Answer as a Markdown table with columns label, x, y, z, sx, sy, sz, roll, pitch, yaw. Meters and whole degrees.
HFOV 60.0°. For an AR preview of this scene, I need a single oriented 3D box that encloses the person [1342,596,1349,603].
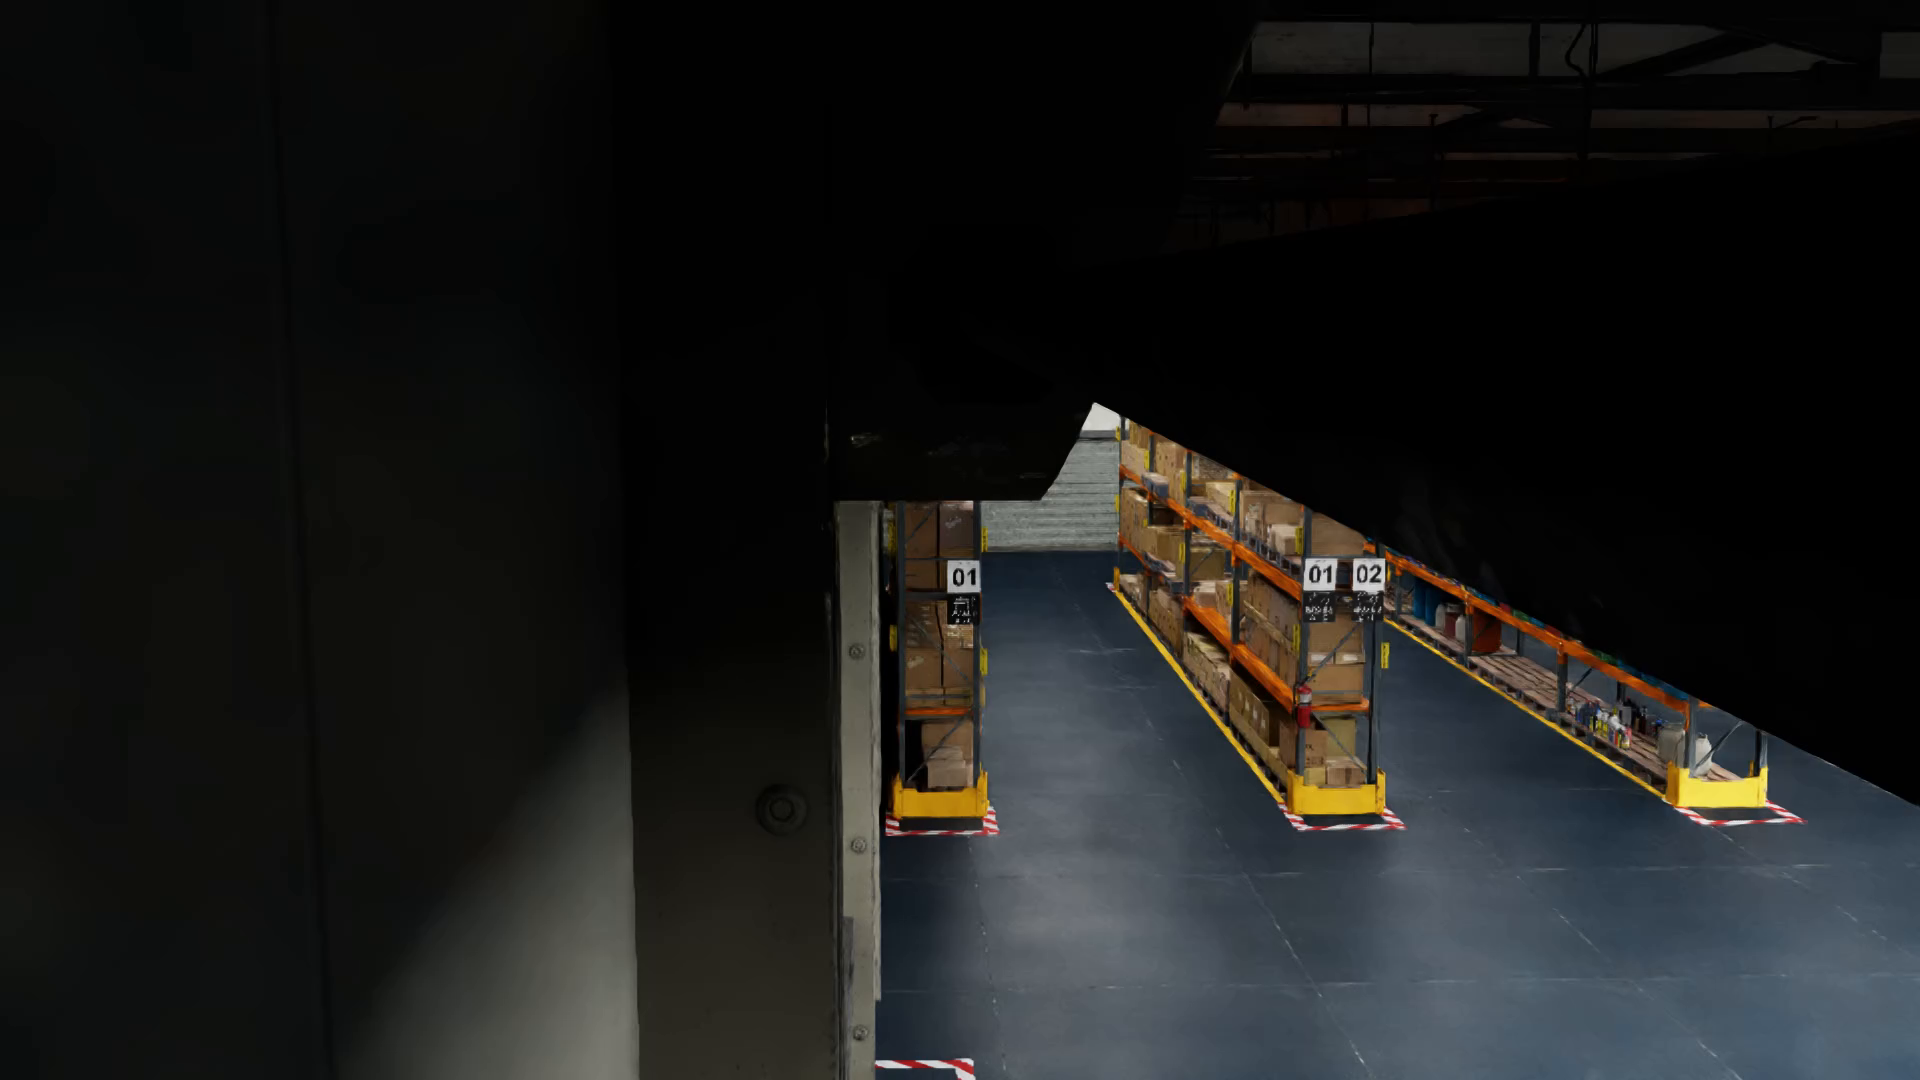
| label | x | y | z | sx | sy | sz | roll | pitch | yaw |
| --- | --- | --- | --- | --- | --- | --- | --- | --- | --- |
| person | 7.614 | 0.715 | 33.488 | 0.446 | 1.590 | 1.109 | 0 | 8 | 0 |
